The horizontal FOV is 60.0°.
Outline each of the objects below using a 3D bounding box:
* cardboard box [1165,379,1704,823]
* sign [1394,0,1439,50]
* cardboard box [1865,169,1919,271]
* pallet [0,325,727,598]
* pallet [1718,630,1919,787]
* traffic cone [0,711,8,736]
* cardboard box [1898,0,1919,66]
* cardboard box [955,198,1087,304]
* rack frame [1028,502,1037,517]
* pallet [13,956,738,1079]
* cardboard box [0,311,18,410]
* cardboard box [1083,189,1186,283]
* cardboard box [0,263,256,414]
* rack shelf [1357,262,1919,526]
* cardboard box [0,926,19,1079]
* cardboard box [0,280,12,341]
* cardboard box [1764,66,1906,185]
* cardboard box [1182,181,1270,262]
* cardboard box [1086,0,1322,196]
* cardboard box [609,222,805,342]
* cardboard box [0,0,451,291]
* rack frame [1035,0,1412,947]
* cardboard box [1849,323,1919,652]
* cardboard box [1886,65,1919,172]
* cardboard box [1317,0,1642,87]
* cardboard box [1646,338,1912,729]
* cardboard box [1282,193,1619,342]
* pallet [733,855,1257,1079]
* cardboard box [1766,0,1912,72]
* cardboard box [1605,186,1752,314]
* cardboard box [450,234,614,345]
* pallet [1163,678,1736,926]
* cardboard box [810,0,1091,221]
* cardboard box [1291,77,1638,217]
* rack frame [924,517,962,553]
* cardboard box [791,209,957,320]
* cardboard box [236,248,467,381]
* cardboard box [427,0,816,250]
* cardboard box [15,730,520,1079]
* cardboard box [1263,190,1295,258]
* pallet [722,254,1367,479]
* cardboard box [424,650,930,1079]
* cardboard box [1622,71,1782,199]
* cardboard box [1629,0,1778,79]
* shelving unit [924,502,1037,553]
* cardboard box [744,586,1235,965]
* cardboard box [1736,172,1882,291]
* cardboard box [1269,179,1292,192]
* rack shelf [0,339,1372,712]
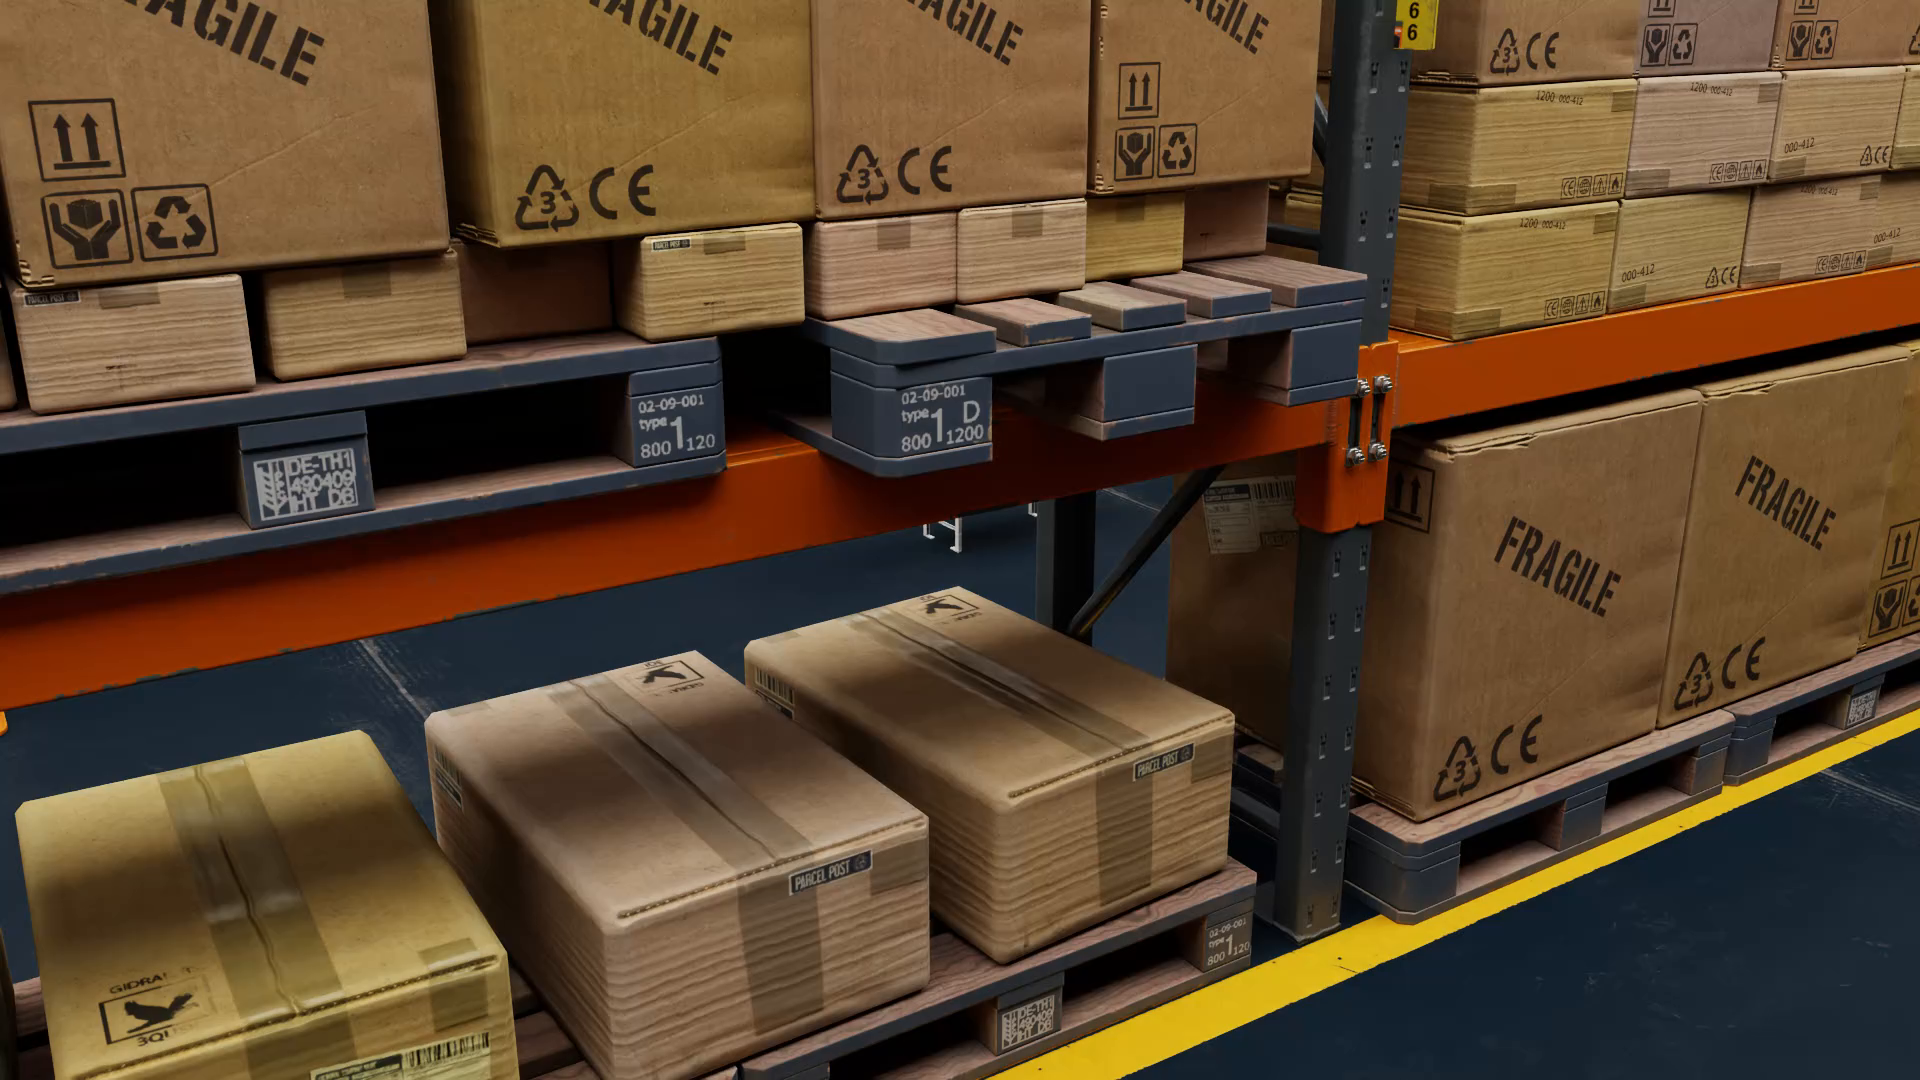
[{"bbox_3d":[1.139,0.029,4.137,0.875,0.875,0.875,-12,22,-32],"label":"cardboard box"},{"bbox_3d":[0.822,-1.046,2.972,0.005,0.325,0.100,-12,22,-31],"label":"sign"},{"bbox_3d":[2.334,-0.901,4.460,0.500,0.250,0.500,-12,22,-31],"label":"cardboard box"},{"bbox_3d":[-1.115,-0.228,2.536,1.213,0.211,1.003,-12,22,-31],"label":"pallet"},{"bbox_3d":[2.234,0.310,4.999,1.213,0.211,1.003,-12,22,-31],"label":"pallet"},{"bbox_3d":[-2.867,0.316,4.588,0.334,0.463,0.336,-12,22,-31],"label":"traffic cone"},{"bbox_3d":[2.335,-1.486,4.240,0.500,0.500,0.500,-12,22,-31],"label":"cardboard box"},{"bbox_3d":[0.002,-0.515,2.822,0.250,0.149,0.380,-12,22,-32],"label":"cardboard box"},{"bbox_3d":[0.342,-0.641,6.266,0.015,1.200,0.240,-12,22,-31],"label":"rack frame"},{"bbox_3d":[-1.155,0.993,2.978,1.213,0.211,1.003,-12,22,-31],"label":"pallet"},{"bbox_3d":[-1.336,-0.256,2.056,0.250,0.149,0.380,-12,22,-31],"label":"cardboard box"},{"bbox_3d":[0.188,-0.572,2.989,0.250,0.149,0.380,-12,22,-31],"label":"cardboard box"},{"bbox_3d":[-1.085,-0.289,2.153,0.250,0.149,0.380,-11,22,-29],"label":"cardboard box"},{"bbox_3d":[2.186,-0.690,4.727,4.000,0.370,1.077,-12,22,-31],"label":"rack shelf"},{"bbox_3d":[-1.789,0.851,2.492,0.625,0.372,0.950,-10,21,-28],"label":"cardboard box"},{"bbox_3d":[-1.410,-0.414,2.521,0.250,0.149,0.380,-13,23,-33],"label":"cardboard box"},{"bbox_3d":[1.930,-1.043,4.100,0.500,0.250,0.500,-12,22,-32],"label":"cardboard box"},{"bbox_3d":[0.372,-0.638,3.185,0.250,0.149,0.380,-11,22,-29],"label":"cardboard box"},{"bbox_3d":[0.289,-0.912,2.982,0.500,0.500,0.500,-13,22,-33],"label":"cardboard box"},{"bbox_3d":[-0.435,-0.421,2.543,0.250,0.149,0.380,-11,22,-30],"label":"cardboard box"},{"bbox_3d":[-1.014,-0.633,2.156,0.500,0.500,0.500,-13,23,-34],"label":"cardboard box"},{"bbox_3d":[0.516,-0.679,3.569,0.127,3.000,1.000,-12,22,-31],"label":"rack frame"},{"bbox_3d":[2.633,-0.284,5.063,0.875,0.875,0.875,-11,22,-30],"label":"cardboard box"},{"bbox_3d":[2.361,-1.129,4.354,0.500,0.250,0.500,-11,22,-30],"label":"cardboard box"},{"bbox_3d":[1.062,-1.221,3.457,0.500,0.500,0.500,-13,22,-33],"label":"cardboard box"},{"bbox_3d":[1.886,-0.127,4.598,0.875,0.875,0.875,-12,22,-31],"label":"cardboard box"},{"bbox_3d":[1.063,-0.627,3.649,0.500,0.250,0.500,-12,22,-32],"label":"cardboard box"},{"bbox_3d":[-0.137,0.779,3.610,1.213,0.211,1.003,-12,22,-31],"label":"pallet"},{"bbox_3d":[1.912,-1.398,3.980,0.500,0.500,0.500,-11,22,-30],"label":"cardboard box"},{"bbox_3d":[1.482,-0.722,3.931,0.500,0.250,0.500,-13,22,-33],"label":"cardboard box"},{"bbox_3d":[-0.714,-0.410,2.511,0.250,0.149,0.380,-12,22,-31],"label":"cardboard box"},{"bbox_3d":[1.216,0.523,4.367,1.213,0.211,1.003,-12,22,-31],"label":"pallet"},{"bbox_3d":[-0.136,-0.818,2.704,0.500,0.500,0.500,-12,22,-32],"label":"cardboard box"},{"bbox_3d":[1.075,-0.868,3.582,0.500,0.250,0.500,-12,22,-32],"label":"cardboard box"},{"bbox_3d":[-0.066,-0.555,6.012,0.015,1.200,0.240,-12,22,-31],"label":"rack frame"},{"bbox_3d":[-0.213,-0.473,2.697,0.250,0.149,0.380,-13,23,-34],"label":"cardboard box"},{"bbox_3d":[-0.879,-0.344,2.316,0.250,0.149,0.380,-13,22,-33],"label":"cardboard box"},{"bbox_3d":[-0.557,-0.729,2.440,0.500,0.500,0.500,-14,23,-35],"label":"cardboard box"},{"bbox_3d":[-1.210,0.728,2.855,0.625,0.372,0.950,-11,22,-30],"label":"cardboard box"},{"bbox_3d":[0.796,-0.766,4.062,0.500,0.250,0.500,-13,23,-33],"label":"cardboard box"},{"bbox_3d":[-0.021,-0.434,3.145,1.003,0.211,1.213,-12,22,-31],"label":"pallet"},{"bbox_3d":[-0.573,0.596,3.246,0.625,0.372,0.950,-12,22,-32],"label":"cardboard box"},{"bbox_3d":[1.507,-0.959,3.850,0.500,0.250,0.500,-11,22,-30],"label":"cardboard box"},{"bbox_3d":[1.471,-1.311,3.723,0.500,0.500,0.500,-12,22,-31],"label":"cardboard box"},{"bbox_3d":[0.138,-0.598,6.139,0.503,1.200,0.258,-12,22,-31],"label":"shelving unit"},{"bbox_3d":[0.039,0.464,3.637,0.625,0.372,0.950,-14,23,-35],"label":"cardboard box"},{"bbox_3d":[1.924,-0.813,4.200,0.500,0.250,0.500,-11,22,-30],"label":"cardboard box"},{"bbox_3d":[0.781,-0.998,3.967,0.500,0.250,0.500,-12,22,-32],"label":"cardboard box"},{"bbox_3d":[-1.154,0.014,2.643,4.000,0.370,1.077,-12,22,-31],"label":"rack shelf"}]
